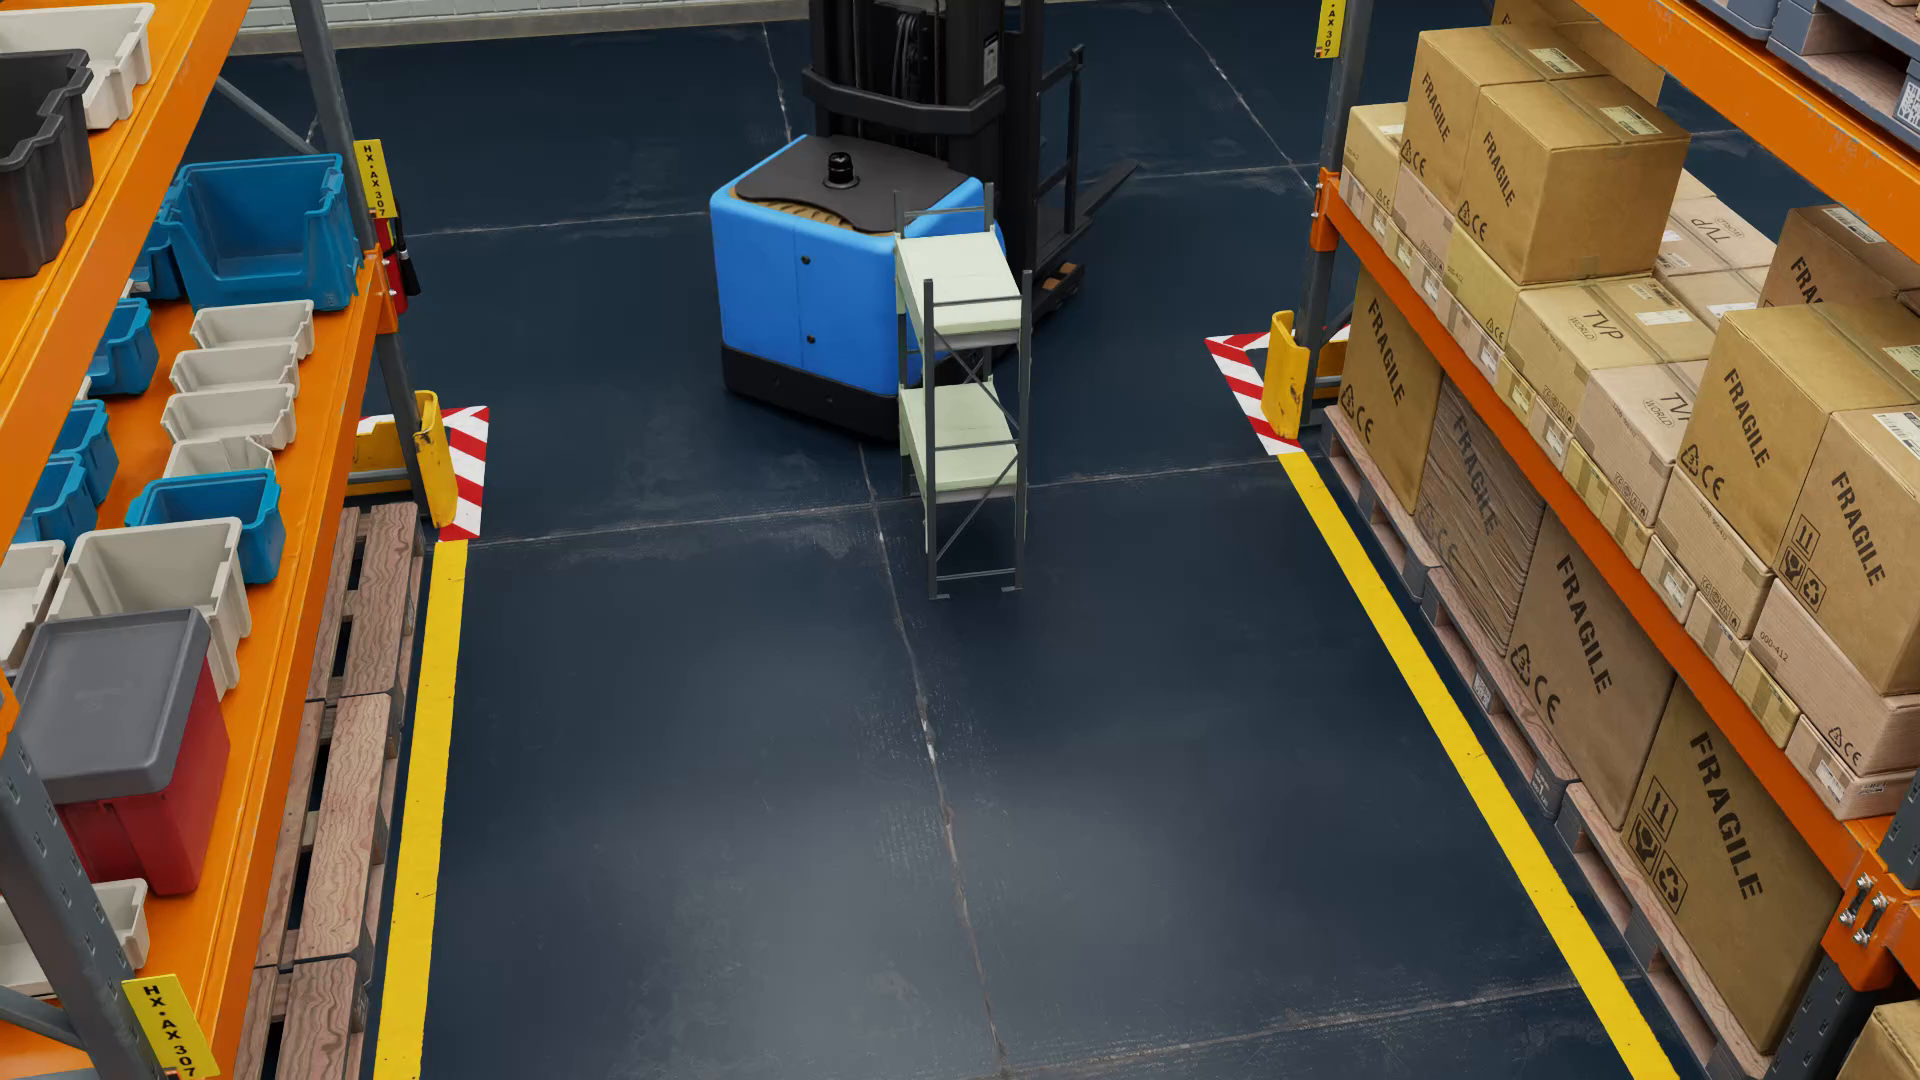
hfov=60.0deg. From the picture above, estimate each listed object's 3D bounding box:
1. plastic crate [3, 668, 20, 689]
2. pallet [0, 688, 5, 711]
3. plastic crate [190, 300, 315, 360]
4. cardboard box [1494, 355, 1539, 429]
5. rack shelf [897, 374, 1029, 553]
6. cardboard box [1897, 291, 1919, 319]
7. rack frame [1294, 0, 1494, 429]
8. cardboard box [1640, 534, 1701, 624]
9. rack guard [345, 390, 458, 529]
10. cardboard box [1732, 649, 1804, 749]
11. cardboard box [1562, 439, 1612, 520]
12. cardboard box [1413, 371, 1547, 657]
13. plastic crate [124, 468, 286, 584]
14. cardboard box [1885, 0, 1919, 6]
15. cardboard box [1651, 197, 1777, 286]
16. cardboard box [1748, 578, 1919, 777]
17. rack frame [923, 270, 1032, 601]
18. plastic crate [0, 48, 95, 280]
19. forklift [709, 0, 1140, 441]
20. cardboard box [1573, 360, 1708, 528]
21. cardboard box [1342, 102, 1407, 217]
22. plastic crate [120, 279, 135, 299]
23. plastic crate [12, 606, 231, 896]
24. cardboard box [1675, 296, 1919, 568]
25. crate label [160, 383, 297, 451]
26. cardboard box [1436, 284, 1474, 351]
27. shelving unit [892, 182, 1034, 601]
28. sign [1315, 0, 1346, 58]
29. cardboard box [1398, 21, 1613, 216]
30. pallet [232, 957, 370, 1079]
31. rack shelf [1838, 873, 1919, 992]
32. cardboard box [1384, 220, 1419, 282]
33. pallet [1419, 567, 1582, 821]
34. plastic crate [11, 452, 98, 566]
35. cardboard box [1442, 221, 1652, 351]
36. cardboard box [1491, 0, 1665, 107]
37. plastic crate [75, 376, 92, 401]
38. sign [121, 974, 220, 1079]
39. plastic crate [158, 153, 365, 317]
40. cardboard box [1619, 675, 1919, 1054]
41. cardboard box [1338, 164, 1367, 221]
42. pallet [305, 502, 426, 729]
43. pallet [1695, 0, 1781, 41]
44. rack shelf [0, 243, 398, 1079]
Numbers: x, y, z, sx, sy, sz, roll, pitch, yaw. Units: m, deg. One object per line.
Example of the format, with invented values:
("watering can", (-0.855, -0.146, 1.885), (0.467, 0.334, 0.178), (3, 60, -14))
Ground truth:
("plastic crate", (-2.576, 0.583, 4.230), (0.437, 0.125, 0.590), (-6, 38, -8))
("pallet", (-1.882, 0.498, 1.873), (1.213, 0.211, 1.003), (-6, 38, -8))
("plastic crate", (-2.495, -0.718, 5.895), (0.396, 0.136, 0.243), (-6, 38, -8))
("cardboard box", (2.068, -0.526, 5.687), (0.380, 0.149, 0.250), (-7, 38, -9))
("rack shelf", (0.001, -0.331, 6.985), (0.431, 0.370, 0.720), (-6, 38, -8))
("cardboard box", (2.850, -0.357, 4.533), (0.500, 0.500, 0.500), (-6, 38, -8))
("rack frame", (2.060, -1.804, 7.127), (1.000, 3.000, 0.127), (-6, 38, -8))
("cardboard box", (2.250, 0.097, 4.885), (0.380, 0.149, 0.250), (-6, 38, -7))
("rack guard", (-2.834, -0.297, 7.225), (1.175, 0.500, 0.348), (-6, 38, -8))
("cardboard box", (2.340, 0.407, 4.486), (0.380, 0.149, 0.250), (-6, 38, -7))
("cardboard box", (2.159, -0.214, 5.285), (0.380, 0.149, 0.250), (-7, 38, -9))
("cardboard box", (2.410, -0.203, 6.456), (0.875, 0.875, 0.875), (-6, 38, -8))
("plastic crate", (-2.204, -0.016, 4.913), (0.416, 0.233, 0.300), (-6, 38, -8))
("cardboard box", (2.475, -1.609, 3.925), (0.700, 0.500, 0.500), (-4, 38, -6))
("cardboard box", (2.584, -0.984, 5.951), (0.500, 0.250, 0.500), (-7, 38, -9))
("cardboard box", (2.425, 0.316, 4.279), (0.500, 0.250, 0.500), (-7, 38, -9))
("rack frame", (0.065, -0.367, 6.500), (0.400, 1.500, 0.023), (-6, 38, -8))
("plastic crate", (-2.063, -0.768, 3.455), (0.497, 0.269, 0.590), (-6, 38, -8))
("forklift", (0.014, -2.504, 8.084), (1.130, 2.935, 3.031), (19, 42, 23))
("cardboard box", (2.242, -0.305, 5.077), (0.500, 0.250, 0.500), (-5, 38, -7))
("cardboard box", (1.878, -1.543, 6.671), (0.500, 0.250, 0.500), (-7, 38, -9))
("plastic crate", (-3.123, -0.803, 6.005), (0.250, 0.136, 0.298), (-6, 38, -8))
("plastic crate", (-2.025, 0.530, 4.022), (0.402, 0.464, 0.583), (-6, 38, -8))
("cardboard box", (2.333, -0.294, 4.452), (0.500, 0.500, 0.500), (-6, 38, -7))
("crate label", (-2.386, -0.375, 5.454), (0.396, 0.136, 0.243), (-6, 38, -8))
("cardboard box", (1.979, -0.834, 6.084), (0.380, 0.149, 0.250), (-7, 38, -9))
("shelving unit", (0.001, -0.588, 6.785), (0.431, 1.500, 0.755), (-6, 38, -8))
("sign", (1.512, -2.121, 6.765), (0.100, 0.325, 0.005), (-6, 38, -8))
("cardboard box", (1.966, -1.537, 6.052), (0.500, 0.500, 0.500), (-7, 38, -9))
("pallet", (-2.282, 1.806, 4.753), (1.003, 0.211, 1.213), (-6, 38, -8))
("rack shelf", (3.112, 2.104, 2.683), (1.077, 0.370, 4.000), (-6, 38, -8))
("cardboard box", (1.889, -1.145, 6.484), (0.380, 0.149, 0.250), (-7, 38, -9))
("pallet", (2.487, 0.507, 6.425), (1.003, 0.211, 1.213), (-6, 38, -8))
("plastic crate", (-2.814, -0.068, 4.980), (0.416, 0.233, 0.300), (-6, 38, -8))
("cardboard box", (2.060, -0.926, 5.877), (0.500, 0.250, 0.500), (-7, 38, -9))
("cardboard box", (2.404, -1.892, 6.509), (0.500, 0.500, 0.500), (-6, 38, -7))
("plastic crate", (-3.004, -0.394, 5.478), (0.250, 0.136, 0.298), (-6, 38, -8))
("sign", (-1.573, 0.978, 3.321), (0.100, 0.325, 0.005), (-6, 38, -8))
("plastic crate", (-2.574, -1.127, 6.177), (0.616, 0.435, 0.499), (-6, 38, -8))
("cardboard box", (2.724, 0.878, 5.064), (0.875, 0.875, 0.875), (-6, 38, -8))
("cardboard box", (1.797, -1.455, 6.882), (0.380, 0.149, 0.250), (-6, 38, -7))
("pallet", (-2.710, 0.332, 6.650), (1.003, 0.211, 1.213), (-6, 38, -8))
("pallet", (2.417, -1.768, 4.708), (1.003, 0.211, 1.213), (-6, 38, -8))
("rack shelf", (-2.466, 0.221, 5.107), (1.077, 0.370, 4.000), (-6, 38, -8))
